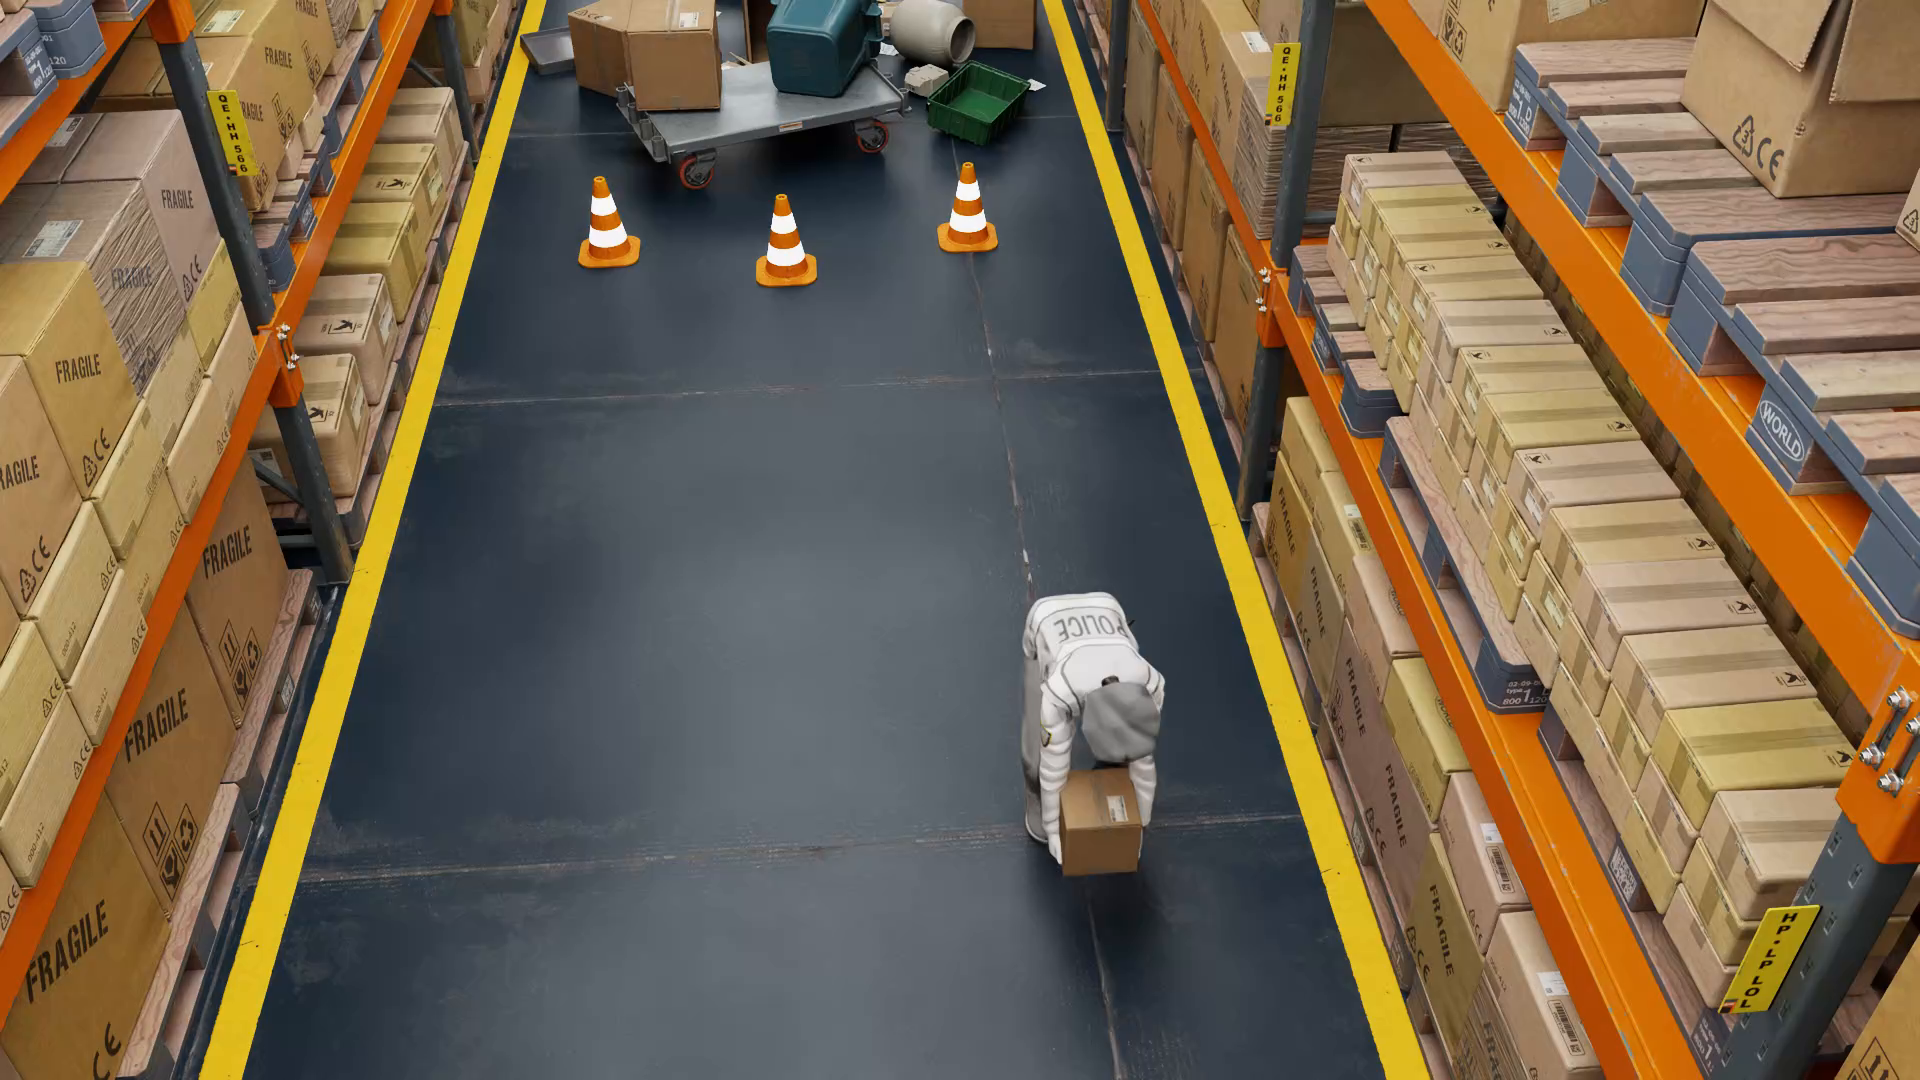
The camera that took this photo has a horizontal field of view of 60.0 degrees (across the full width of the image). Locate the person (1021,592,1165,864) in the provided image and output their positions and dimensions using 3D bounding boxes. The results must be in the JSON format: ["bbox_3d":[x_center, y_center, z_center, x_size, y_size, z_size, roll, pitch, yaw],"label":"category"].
[{"bbox_3d":[0.448,0.709,5.700,0.442,1.148,0.915,-5,40,-6],"label":"person"}]
